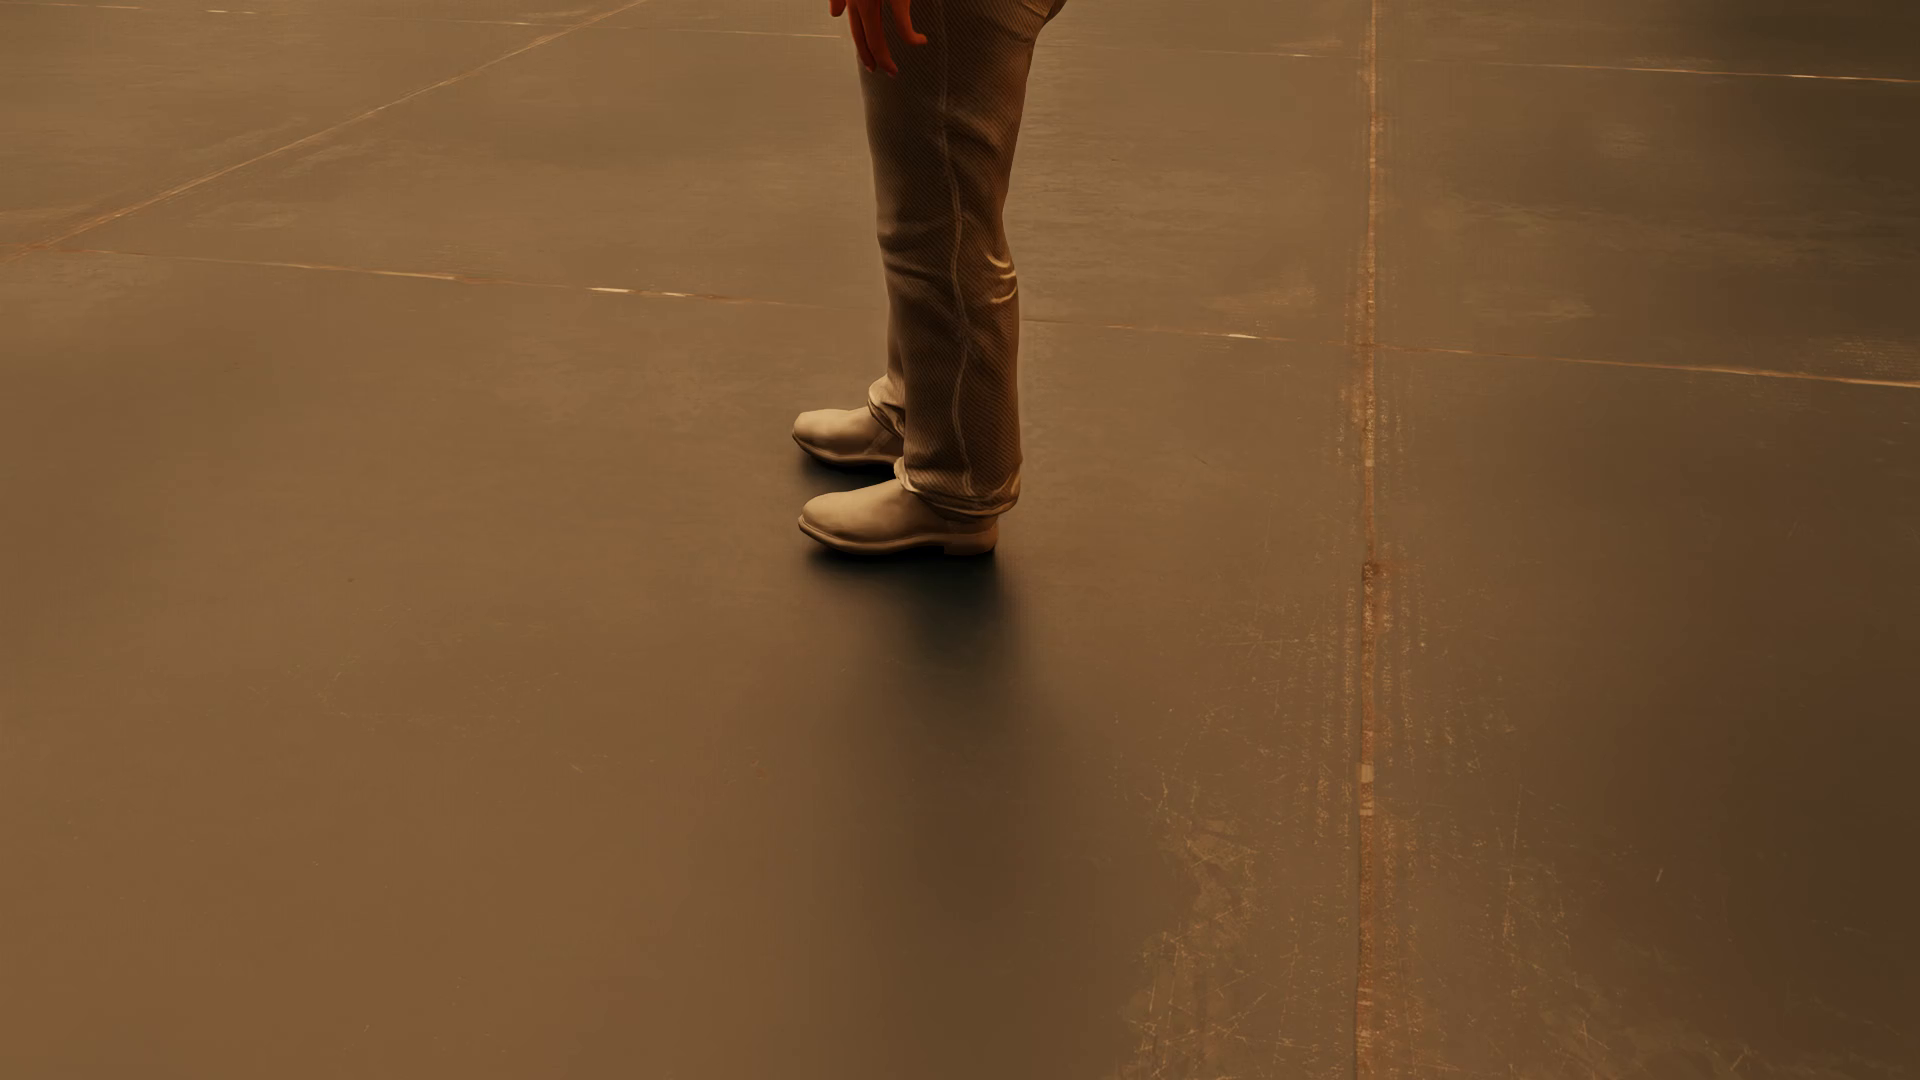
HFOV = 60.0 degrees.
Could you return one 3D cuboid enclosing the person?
[{"bbox_3d":[-0.060,-0.808,2.116,0.566,1.775,0.634,6,27,11],"label":"person"}]
